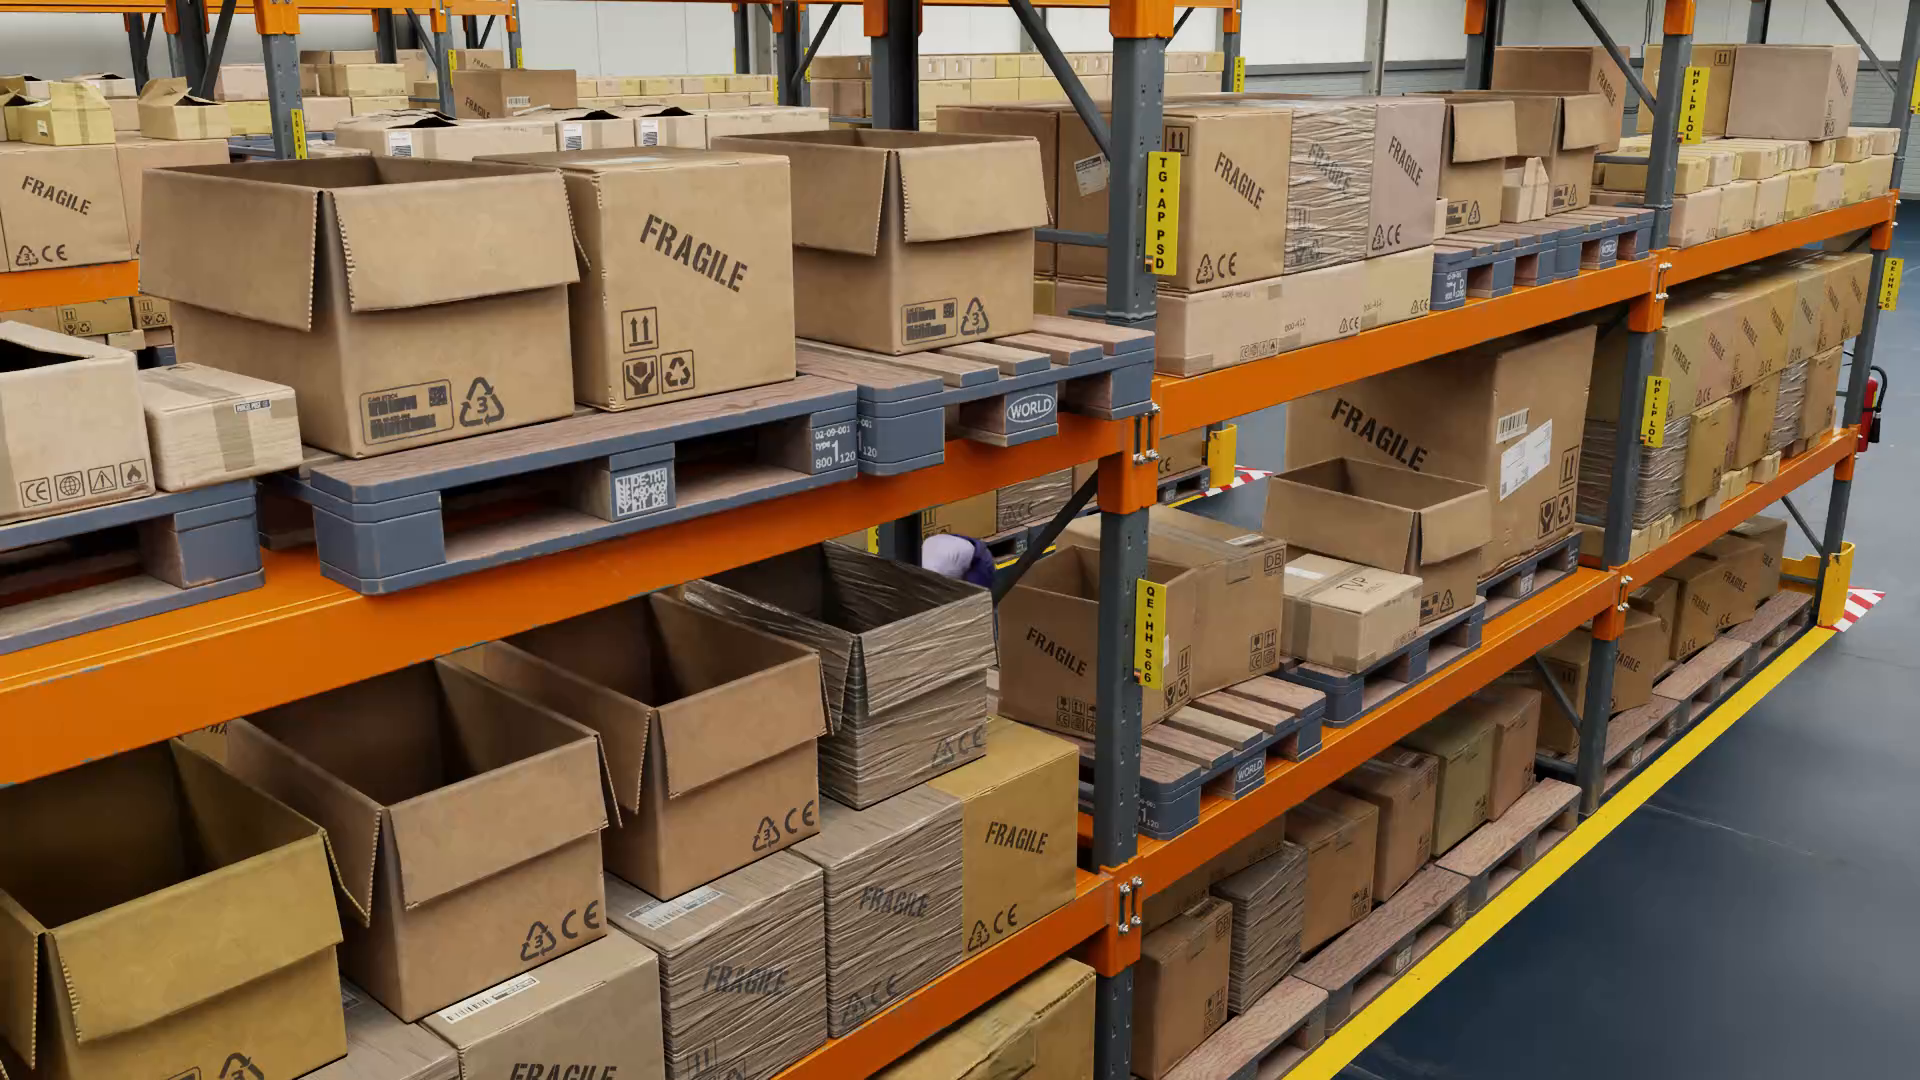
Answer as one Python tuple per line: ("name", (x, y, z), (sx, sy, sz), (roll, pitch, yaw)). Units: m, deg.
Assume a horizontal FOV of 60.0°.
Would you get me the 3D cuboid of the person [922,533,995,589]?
("person", (-0.181, 0.500, 9.568), (0.486, 0.989, 0.911), (14, 22, 37))
